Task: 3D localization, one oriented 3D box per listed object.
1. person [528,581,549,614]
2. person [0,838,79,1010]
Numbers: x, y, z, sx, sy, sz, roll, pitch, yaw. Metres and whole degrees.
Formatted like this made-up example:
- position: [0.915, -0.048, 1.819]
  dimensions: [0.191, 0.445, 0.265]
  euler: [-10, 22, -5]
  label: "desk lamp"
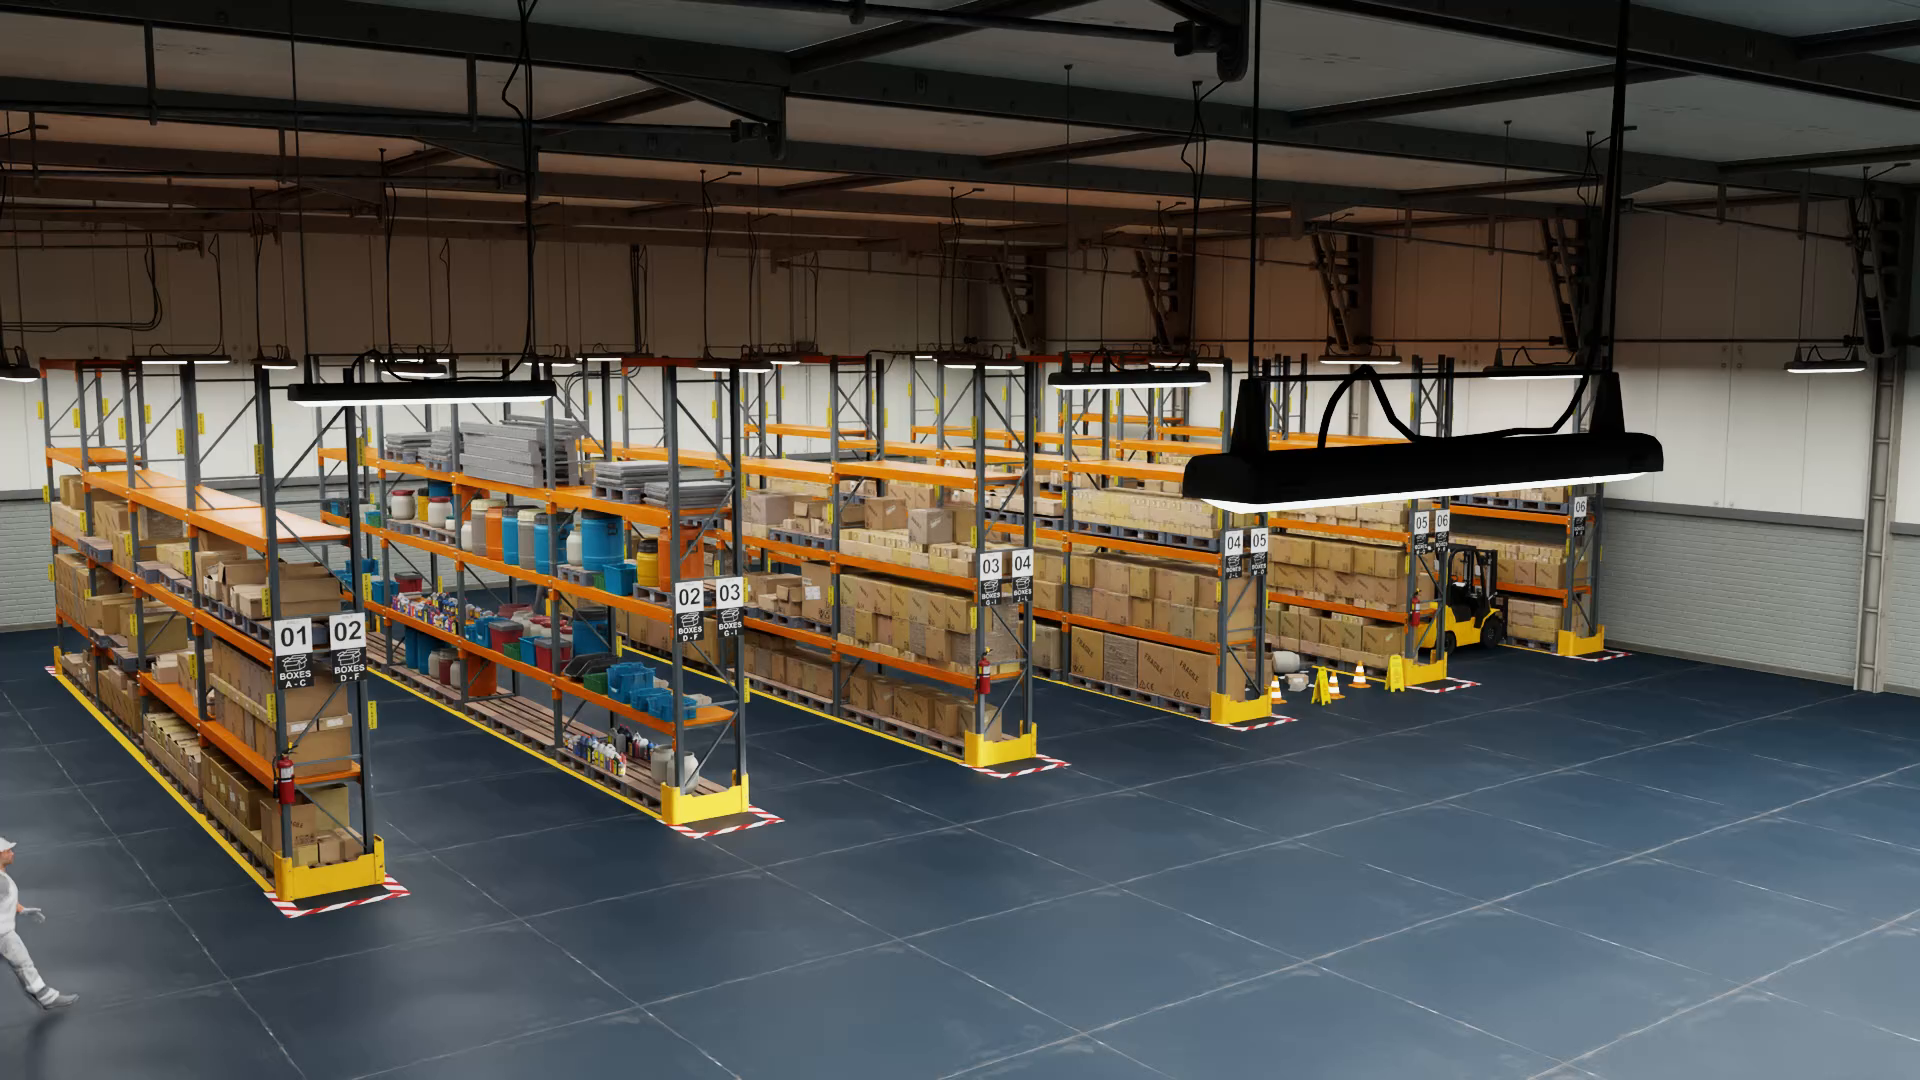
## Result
- position: [-9.744, 0.908, 38.512]
  dimensions: [0.485, 1.599, 0.930]
  euler: [5, 8, 35]
  label: "person"
- position: [-8.862, 3.599, 15.453]
  dimensions: [1.099, 1.709, 0.563]
  euler: [-6, 9, -40]
  label: "person"
